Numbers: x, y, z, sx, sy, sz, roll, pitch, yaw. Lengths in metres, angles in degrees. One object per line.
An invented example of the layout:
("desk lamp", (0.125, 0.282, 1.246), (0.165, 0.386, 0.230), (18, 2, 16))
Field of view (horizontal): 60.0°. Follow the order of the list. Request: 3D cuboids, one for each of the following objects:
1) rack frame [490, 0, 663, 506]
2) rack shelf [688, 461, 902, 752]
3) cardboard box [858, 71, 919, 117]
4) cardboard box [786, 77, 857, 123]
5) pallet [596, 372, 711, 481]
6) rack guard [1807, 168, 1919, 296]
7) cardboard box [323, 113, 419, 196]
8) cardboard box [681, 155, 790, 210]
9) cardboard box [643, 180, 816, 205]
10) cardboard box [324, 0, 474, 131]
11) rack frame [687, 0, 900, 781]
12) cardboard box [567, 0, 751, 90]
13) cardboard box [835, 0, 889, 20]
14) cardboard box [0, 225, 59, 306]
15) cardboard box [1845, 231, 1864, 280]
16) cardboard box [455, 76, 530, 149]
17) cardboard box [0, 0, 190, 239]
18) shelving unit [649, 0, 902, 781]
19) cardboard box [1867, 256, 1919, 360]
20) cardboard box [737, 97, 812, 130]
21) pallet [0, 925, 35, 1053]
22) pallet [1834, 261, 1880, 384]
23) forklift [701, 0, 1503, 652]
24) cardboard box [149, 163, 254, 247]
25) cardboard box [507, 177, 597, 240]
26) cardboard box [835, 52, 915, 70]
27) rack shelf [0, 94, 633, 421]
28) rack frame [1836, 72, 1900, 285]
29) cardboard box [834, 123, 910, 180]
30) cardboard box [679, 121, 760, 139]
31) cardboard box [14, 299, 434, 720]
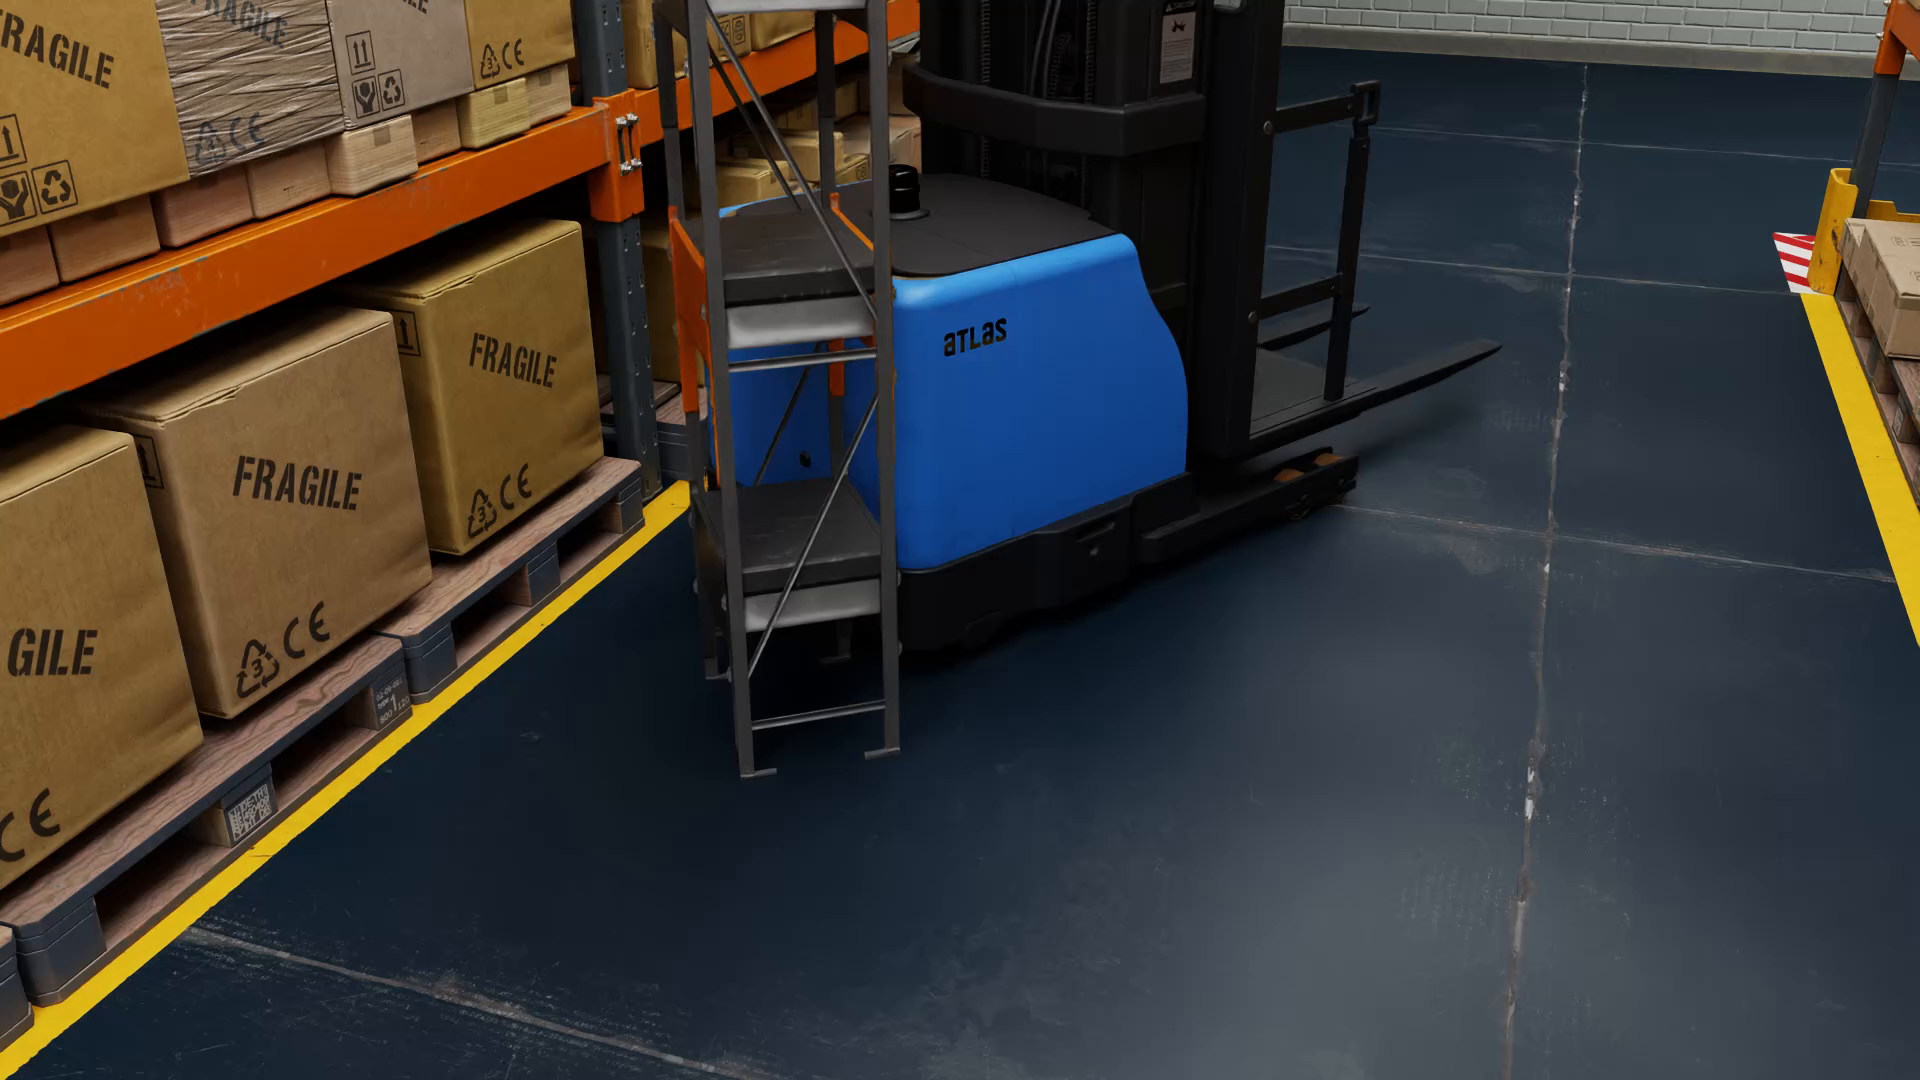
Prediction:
("rack frame", (-1.490, -1.561, 5.032), (1.000, 3.000, 0.127), (9, 27, 17))
("rack shelf", (-0.417, 0.152, 4.165), (0.431, 0.518, 0.480), (-8, 27, -16))
("cardboard box", (-0.252, -2.074, 7.735), (0.380, 0.149, 0.250), (9, 27, 19))
("cardboard box", (-0.696, -2.028, 7.639), (0.380, 0.149, 0.250), (9, 27, 18))
("pallet", (-1.163, -0.607, 6.262), (1.003, 0.211, 1.213), (9, 27, 17))
("rack guard", (4.489, -1.332, 7.427), (1.175, 0.500, 0.348), (9, 27, 17))
("cardboard box", (-1.558, -0.953, 4.042), (0.380, 0.149, 0.250), (9, 27, 17))
("cardboard box", (-0.858, -1.324, 6.184), (0.380, 0.149, 0.250), (10, 27, 19))
("cardboard box", (-0.974, -1.124, 6.515), (0.700, 0.500, 0.500), (8, 27, 17))
("cardboard box", (-1.566, -1.312, 4.038), (0.500, 0.500, 0.500), (9, 27, 18))
("rack frame", (-0.343, -0.389, 3.645), (0.400, 2.100, 0.015), (-8, 27, -16))
("cardboard box", (-1.294, -1.917, 5.423), (0.980, 0.700, 0.700), (9, 27, 18))
("cardboard box", (-0.813, -2.516, 6.661), (0.980, 0.700, 0.700), (7, 27, 15))
("cardboard box", (-1.992, -0.547, 3.203), (0.380, 0.149, 0.250), (9, 27, 18))
("cardboard box", (3.968, -1.186, 7.004), (0.380, 0.166, 0.250), (9, 27, 17))
("cardboard box", (-1.397, -1.170, 4.490), (0.380, 0.149, 0.250), (9, 27, 18))
("cardboard box", (-1.902, -0.901, 3.189), (0.500, 0.500, 0.500), (10, 27, 19))
("shelving unit", (-0.417, -0.491, 3.854), (0.431, 2.100, 0.503), (-8, 27, -16))
("cardboard box", (3.733, -0.855, 6.225), (0.500, 0.250, 0.500), (9, 27, 17))
("cardboard box", (-0.864, -1.818, 7.205), (0.380, 0.149, 0.250), (9, 27, 18))
("pallet", (-2.487, 1.025, 2.892), (1.003, 0.211, 1.213), (9, 27, 17))
("pallet", (4.224, -0.874, 6.813), (1.003, 0.211, 1.213), (9, 27, 17))
("forklift", (0.681, -1.538, 5.063), (3.031, 2.935, 1.130), (-21, 33, -36))
("cardboard box", (-1.799, -0.761, 3.646), (0.380, 0.149, 0.250), (8, 27, 16))
("cardboard box", (-1.379, -1.179, 5.885), (0.380, 0.149, 0.250), (9, 27, 17))
("cardboard box", (-0.444, -2.339, 8.281), (0.380, 0.149, 0.250), (9, 27, 18))
("rack shelf", (-2.155, -0.416, 3.492), (1.077, 0.370, 4.000), (9, 27, 17))
("rack frame", (4.514, -2.488, 6.947), (1.000, 3.000, 0.127), (9, 27, 17))
("cardboard box", (-0.630, -1.554, 7.405), (0.700, 0.500, 0.500), (8, 27, 16))
("cardboard box", (-1.034, -1.608, 6.771), (0.380, 0.149, 0.250), (9, 27, 18))
("cardboard box", (-1.876, -0.131, 4.063), (0.750, 0.750, 0.750), (10, 27, 19))
